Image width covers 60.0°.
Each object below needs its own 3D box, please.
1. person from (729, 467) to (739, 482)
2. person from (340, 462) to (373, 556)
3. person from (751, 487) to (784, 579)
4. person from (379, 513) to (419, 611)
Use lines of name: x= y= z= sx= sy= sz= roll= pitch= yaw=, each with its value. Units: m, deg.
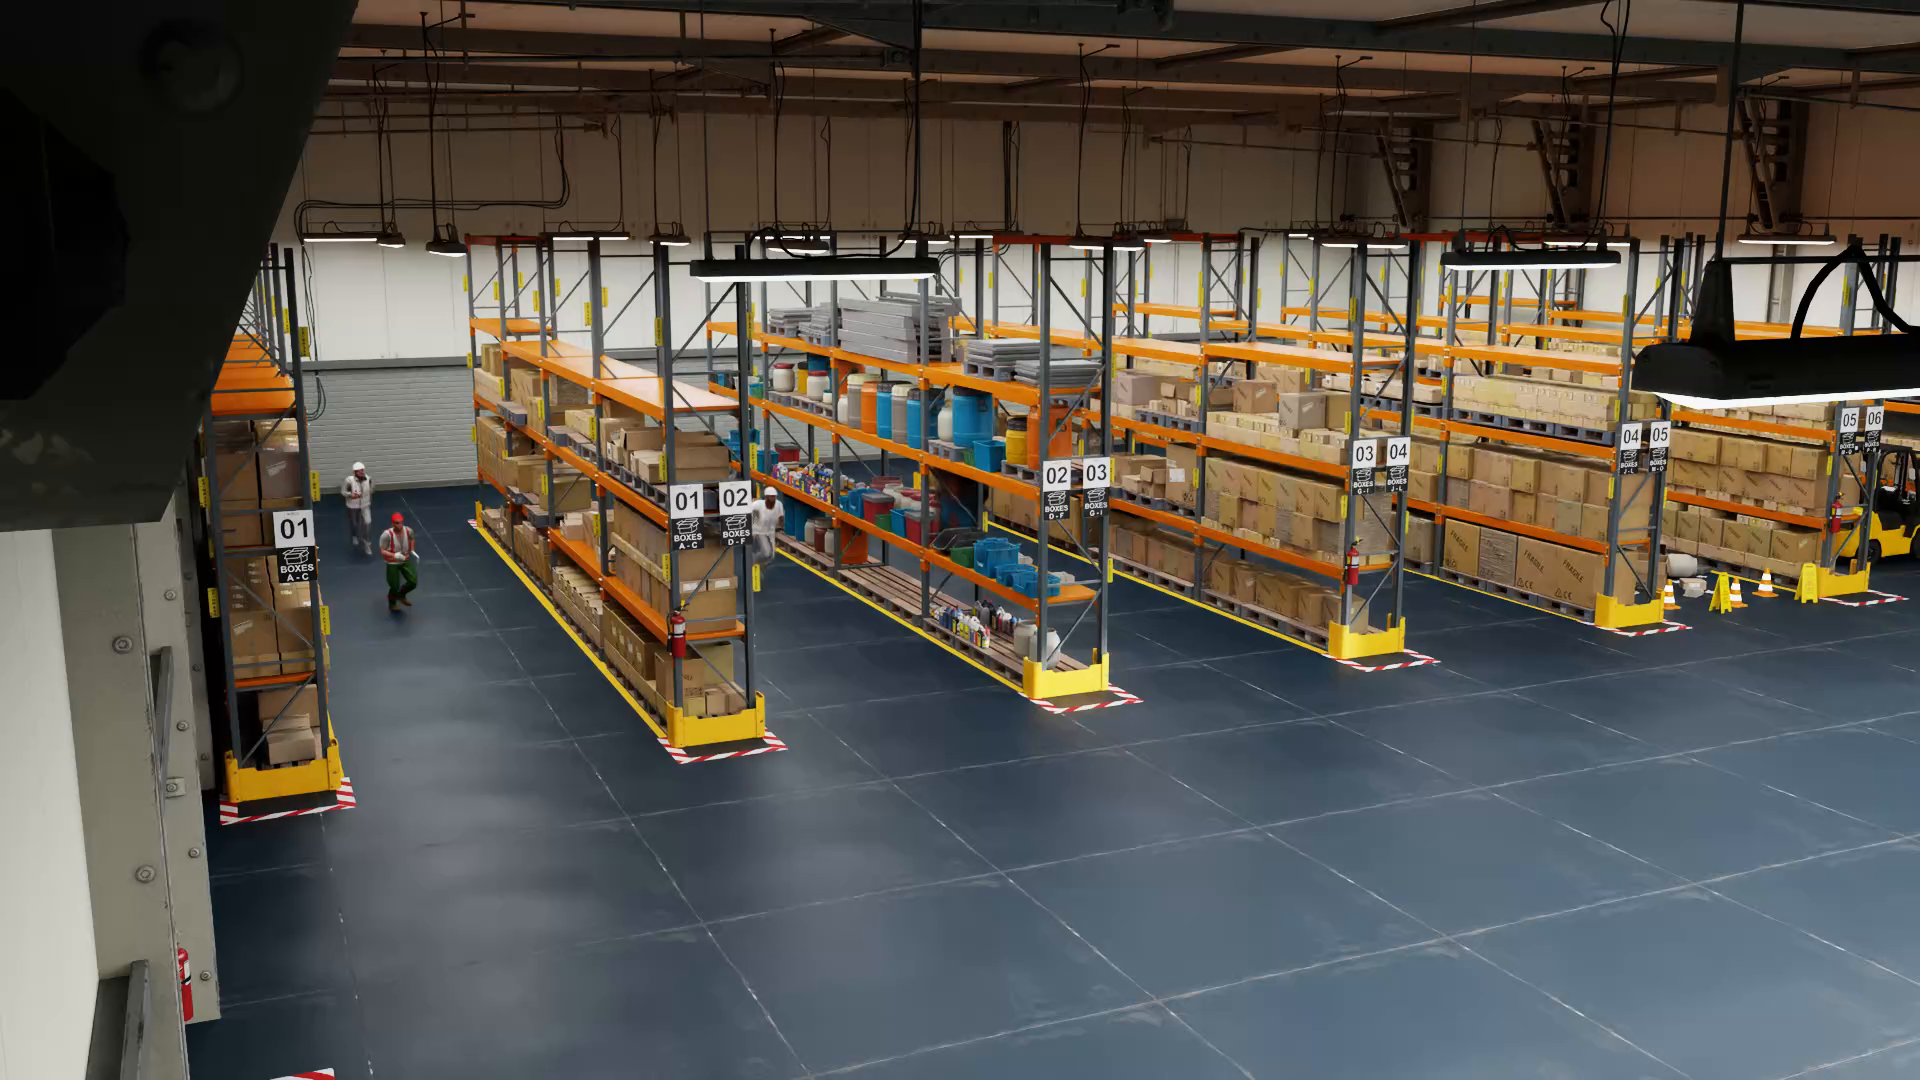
person: x=-5.303 y=-2.095 z=40.038 sx=0.659 sy=1.513 sz=0.515 roll=-3 pitch=11 yaw=-13
person: x=-11.526 y=-0.630 z=31.828 sx=0.654 sy=1.783 sz=1.038 roll=-7 pitch=13 yaw=-31
person: x=-3.278 y=-0.116 z=28.072 sx=0.692 sy=1.599 sz=0.714 roll=-10 pitch=15 yaw=-41
person: x=-9.045 y=0.365 z=26.882 sx=0.694 sy=1.672 sz=0.791 roll=-10 pitch=15 yaw=-42
